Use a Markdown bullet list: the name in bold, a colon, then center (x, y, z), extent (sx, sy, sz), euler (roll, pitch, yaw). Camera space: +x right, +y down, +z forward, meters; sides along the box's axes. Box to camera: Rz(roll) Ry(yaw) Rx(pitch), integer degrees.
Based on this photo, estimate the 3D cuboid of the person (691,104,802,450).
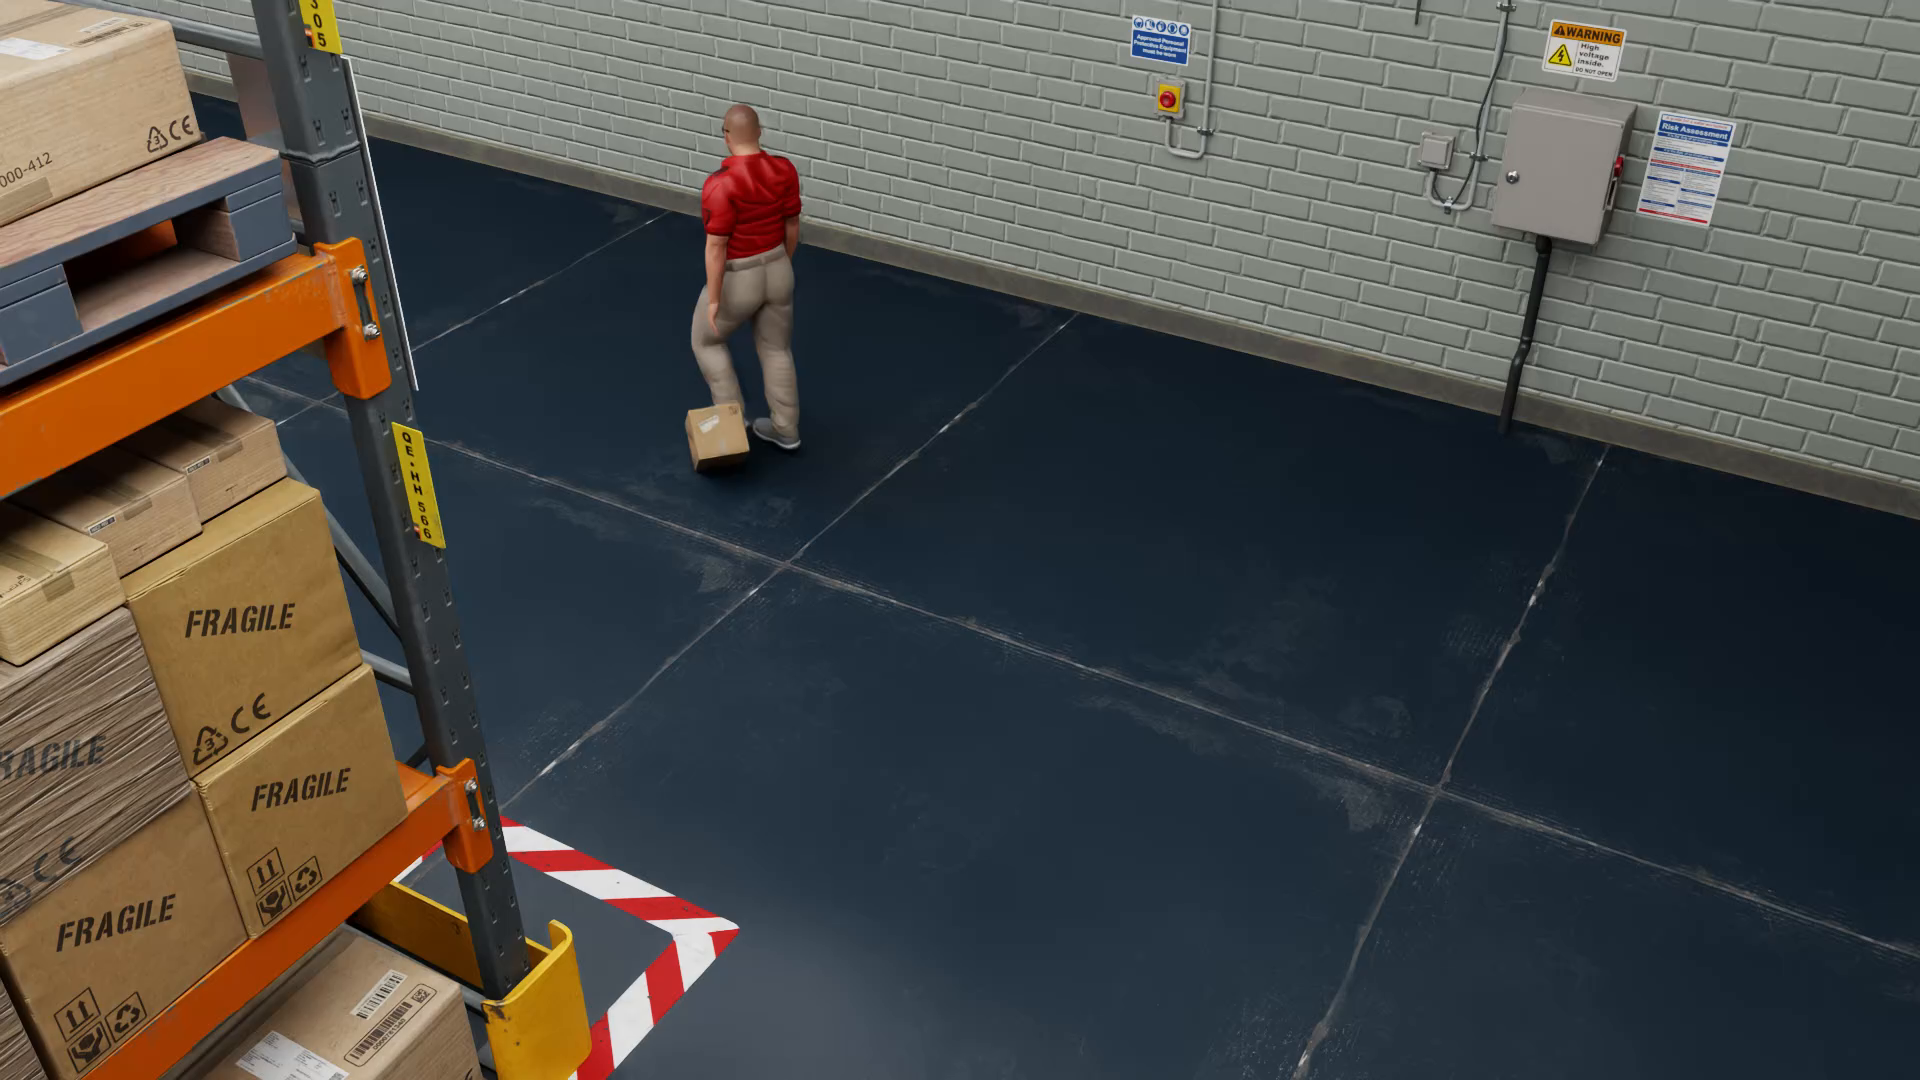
- **person**: center (-1.019, -1.212, 7.984), extent (0.590, 1.787, 0.514), euler (-24, 41, -31)
